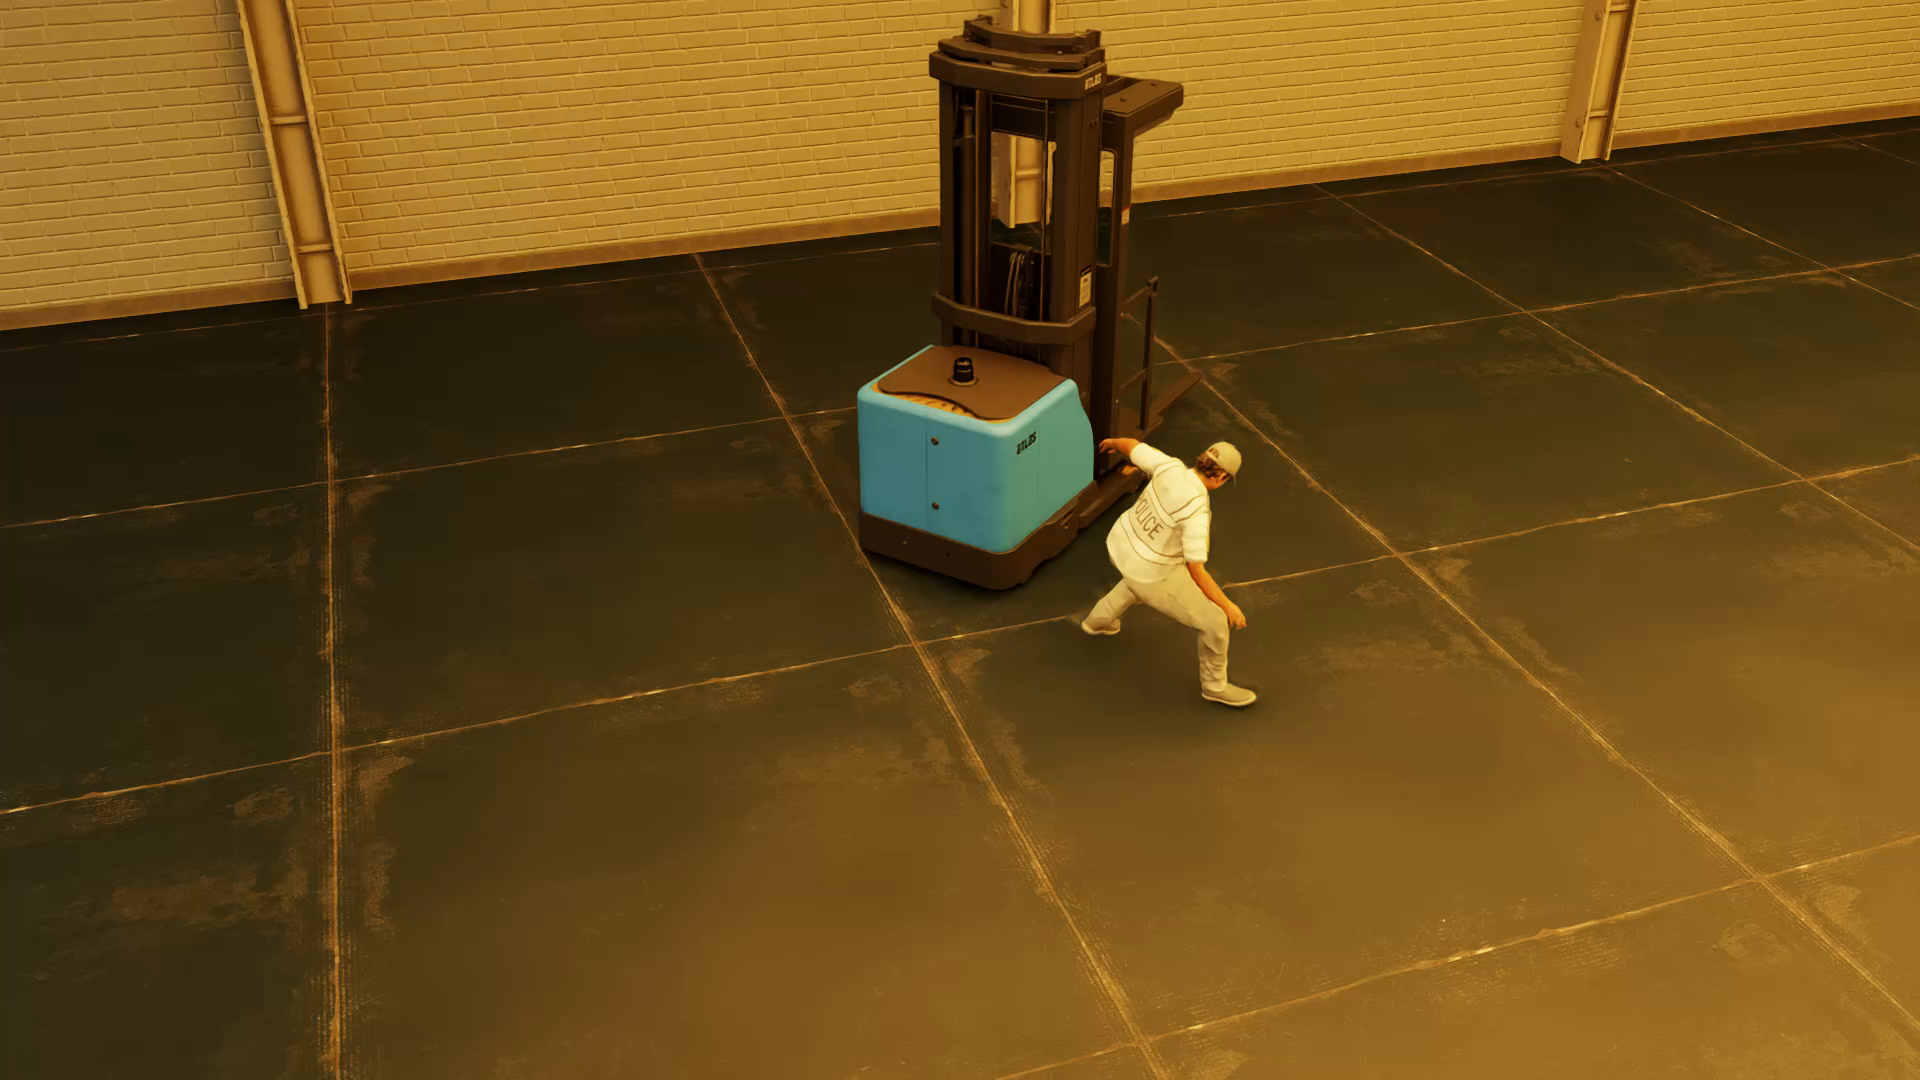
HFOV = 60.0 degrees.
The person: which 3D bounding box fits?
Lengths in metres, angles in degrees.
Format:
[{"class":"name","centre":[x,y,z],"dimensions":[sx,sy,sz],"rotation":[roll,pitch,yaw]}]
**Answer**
[{"class":"person","centre":[1.042,0.071,8.511],"dimensions":[0.710,1.395,1.096],"rotation":[-8,31,-13]}]

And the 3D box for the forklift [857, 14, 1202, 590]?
[{"class":"forklift","centre":[0.607,-1.684,10.014],"dimensions":[1.130,2.935,3.031],"rotation":[17,34,27]}]
